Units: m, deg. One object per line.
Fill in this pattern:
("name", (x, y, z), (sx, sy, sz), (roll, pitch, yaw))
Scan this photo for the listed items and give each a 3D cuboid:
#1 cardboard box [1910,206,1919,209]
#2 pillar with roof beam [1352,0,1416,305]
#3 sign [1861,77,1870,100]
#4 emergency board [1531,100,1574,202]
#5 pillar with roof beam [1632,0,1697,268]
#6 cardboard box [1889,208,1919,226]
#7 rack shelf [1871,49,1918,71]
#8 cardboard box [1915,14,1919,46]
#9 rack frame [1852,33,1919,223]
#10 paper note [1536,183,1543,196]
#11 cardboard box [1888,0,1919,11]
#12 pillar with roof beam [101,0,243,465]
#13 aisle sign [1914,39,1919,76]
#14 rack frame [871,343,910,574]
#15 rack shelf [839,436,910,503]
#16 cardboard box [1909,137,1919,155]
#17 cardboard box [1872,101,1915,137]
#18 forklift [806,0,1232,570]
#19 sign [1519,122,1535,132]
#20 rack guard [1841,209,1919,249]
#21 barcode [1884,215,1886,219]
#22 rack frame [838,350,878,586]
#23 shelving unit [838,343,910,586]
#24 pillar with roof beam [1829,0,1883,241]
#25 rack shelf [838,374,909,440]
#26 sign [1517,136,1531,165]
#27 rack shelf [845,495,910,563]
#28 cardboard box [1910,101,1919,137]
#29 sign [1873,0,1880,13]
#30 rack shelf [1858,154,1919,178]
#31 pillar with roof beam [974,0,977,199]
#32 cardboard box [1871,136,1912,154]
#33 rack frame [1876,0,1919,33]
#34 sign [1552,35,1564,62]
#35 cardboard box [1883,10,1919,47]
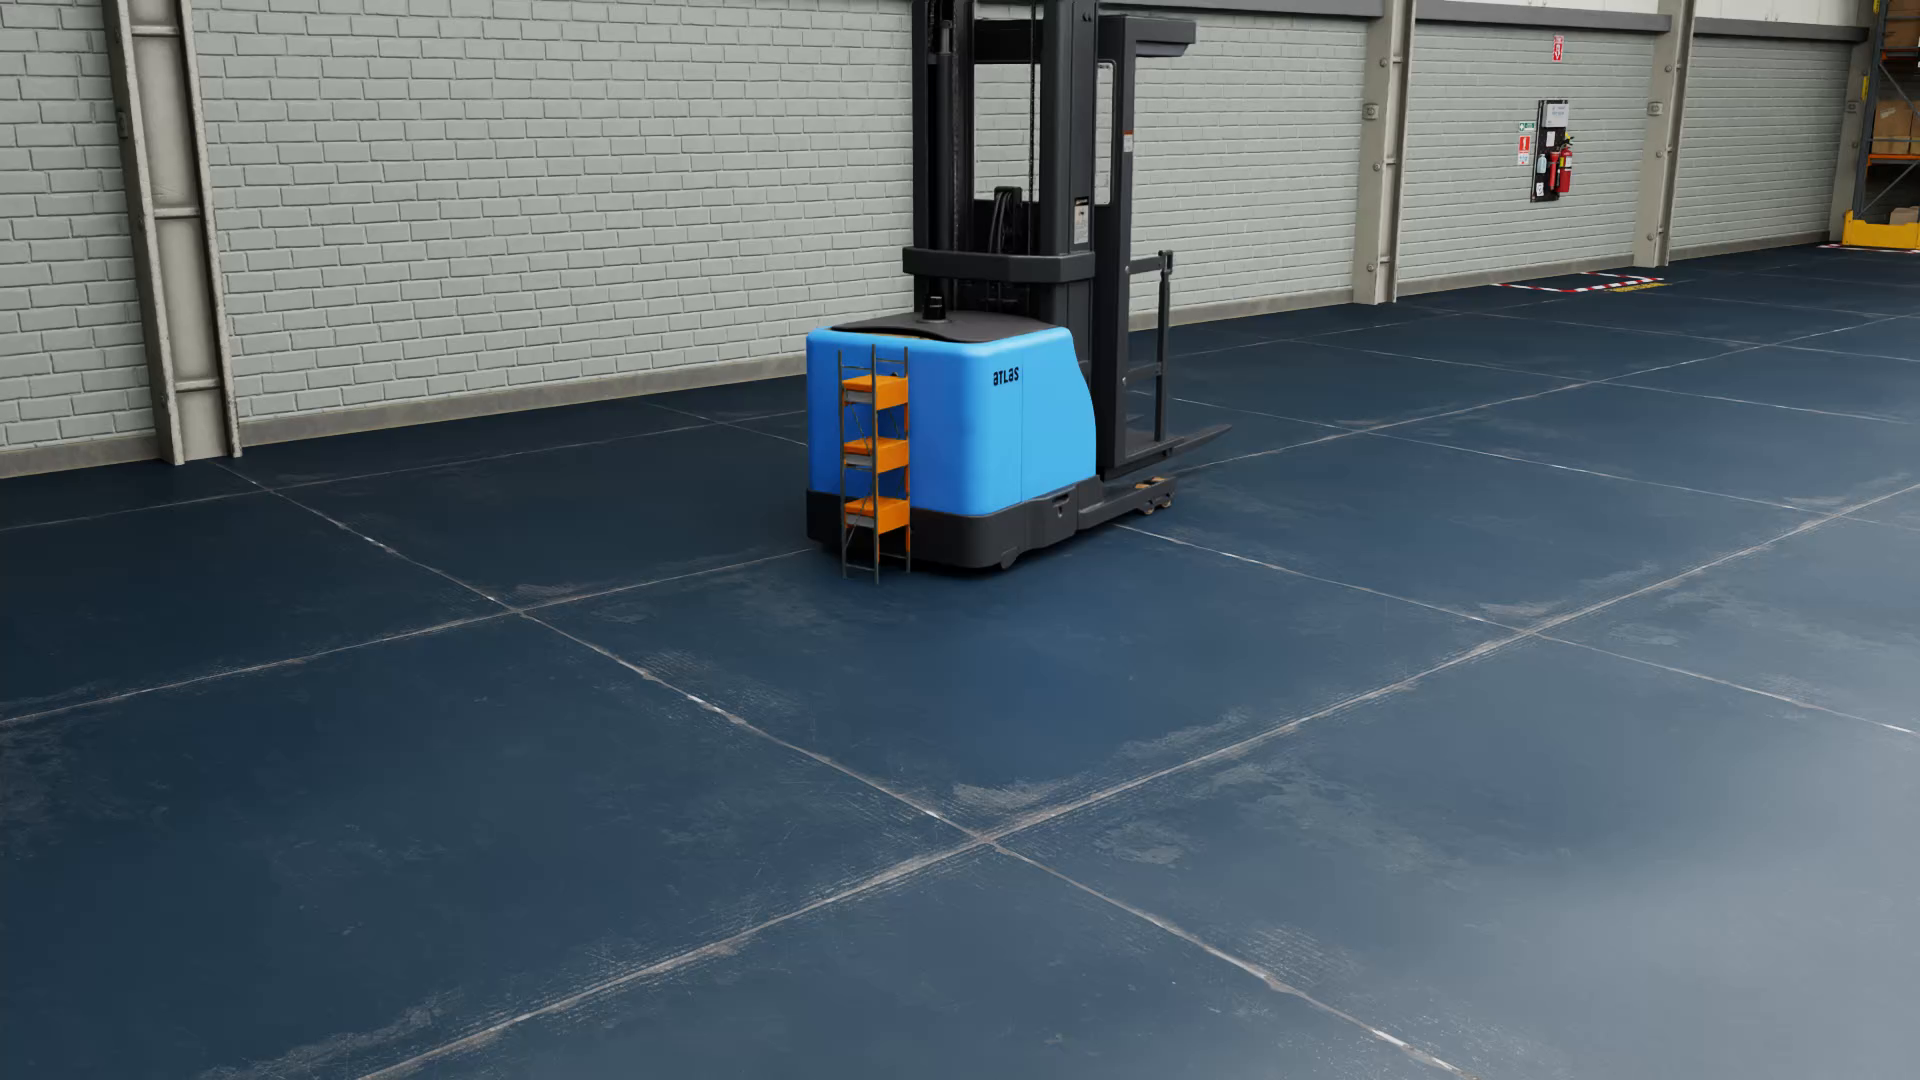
("cardboard box", (14.519, -4.847, 24.941), (0.500, 0.311, 0.500), (-11, 18, -35))
("pillar with roof beam", (7.242, -6.052, 13.468), (0.400, 9.000, 9.100), (-13, 19, -39))
("sign", (13.159, -6.561, 24.143), (0.005, 0.325, 0.100), (-13, 19, -39))
("emergency board", (7.053, -4.596, 19.645), (0.643, 1.169, 0.194), (-13, 19, -39))
("pillar with roof beam", (11.768, -7.068, 17.273), (0.400, 9.000, 9.100), (-13, 19, -39))
("cardboard box", (14.089, -4.750, 24.579), (0.500, 0.311, 0.500), (13, 20, 41))
("rack shelf", (15.017, -7.178, 24.890), (4.000, 0.370, 1.077), (-13, 19, -39))
("cardboard box", (13.925, -7.252, 23.543), (0.500, 0.500, 0.500), (-12, 19, -38))
("rack frame", (13.508, -5.737, 23.916), (0.127, 3.000, 1.000), (-13, 19, -39))
("paper note", (6.874, -4.154, 19.697), (0.142, 0.148, 0.016), (-13, 19, -39))
("cardboard box", (13.662, -7.851, 23.848), (0.500, 0.500, 0.500), (-12, 19, -37))
("pillar with roof beam", (-1.811, -4.019, 5.857), (0.400, 9.000, 9.100), (-13, 19, -39))
("aisle sign", (13.651, -6.922, 23.316), (0.004, 0.787, 0.394), (-13, 19, -39))
("rack frame", (-0.315, -0.366, 7.587), (0.200, 1.050, 0.008), (10, 18, 33))
("rack shelf", (-0.383, -0.330, 7.492), (0.215, 0.259, 0.240), (10, 18, 33))
("cardboard box", (14.085, -5.695, 24.010), (0.500, 0.250, 0.500), (-13, 20, -41))
("cardboard box", (13.724, -6.158, 24.289), (0.500, 0.500, 0.500), (-13, 20, -40))
("forklift", (0.503, -1.608, 8.589), (1.130, 2.935, 3.031), (10, 18, 33))
("sign", (6.578, -4.795, 19.293), (0.331, 0.109, 0.001), (-13, 19, -39))
("rack guard", (13.566, -4.542, 24.286), (0.348, 0.500, 1.175), (-13, 19, -39))
("barcode", (13.840, -4.836, 24.881), (0.075, 0.075, 0.001), (-13, 19, -39))
("rack frame", (-0.452, -0.314, 7.392), (0.200, 1.050, 0.008), (10, 18, 33))
("shelving unit", (-0.383, -0.340, 7.489), (0.215, 1.050, 0.252), (10, 18, 33))
("pillar with roof beam", (16.295, -8.084, 21.078), (0.400, 9.000, 9.100), (-13, 19, -39))
("rack shelf", (-0.383, -0.604, 7.419), (0.215, 0.259, 0.240), (10, 18, 33))
("sign", (6.568, -4.540, 19.365), (0.234, 0.329, 0.001), (-13, 19, -39))
("rack shelf", (-0.383, -0.062, 7.564), (0.215, 0.259, 0.240), (10, 18, 33))
("cardboard box", (14.066, -6.059, 23.919), (0.500, 0.500, 0.500), (-13, 19, -39))
("sign", (13.159, -7.725, 23.831), (0.005, 0.325, 0.100), (-13, 19, -39))
("rack shelf", (15.017, -5.728, 25.277), (4.000, 0.370, 1.077), (-13, 19, -39))
("pillar with roof beam", (2.716, -5.035, 9.663), (0.400, 9.000, 9.100), (-13, 19, -39))
("cardboard box", (13.734, -5.791, 24.370), (0.500, 0.250, 0.500), (-12, 19, -39))
("rack frame", (13.508, -8.635, 23.141), (0.127, 3.000, 1.000), (-13, 19, -39))
("sign", (6.982, -5.734, 19.414), (0.199, 0.298, 0.001), (-13, 19, -39))
("cardboard box", (13.657, -7.364, 23.962), (0.500, 0.500, 0.500), (-11, 18, -35))
